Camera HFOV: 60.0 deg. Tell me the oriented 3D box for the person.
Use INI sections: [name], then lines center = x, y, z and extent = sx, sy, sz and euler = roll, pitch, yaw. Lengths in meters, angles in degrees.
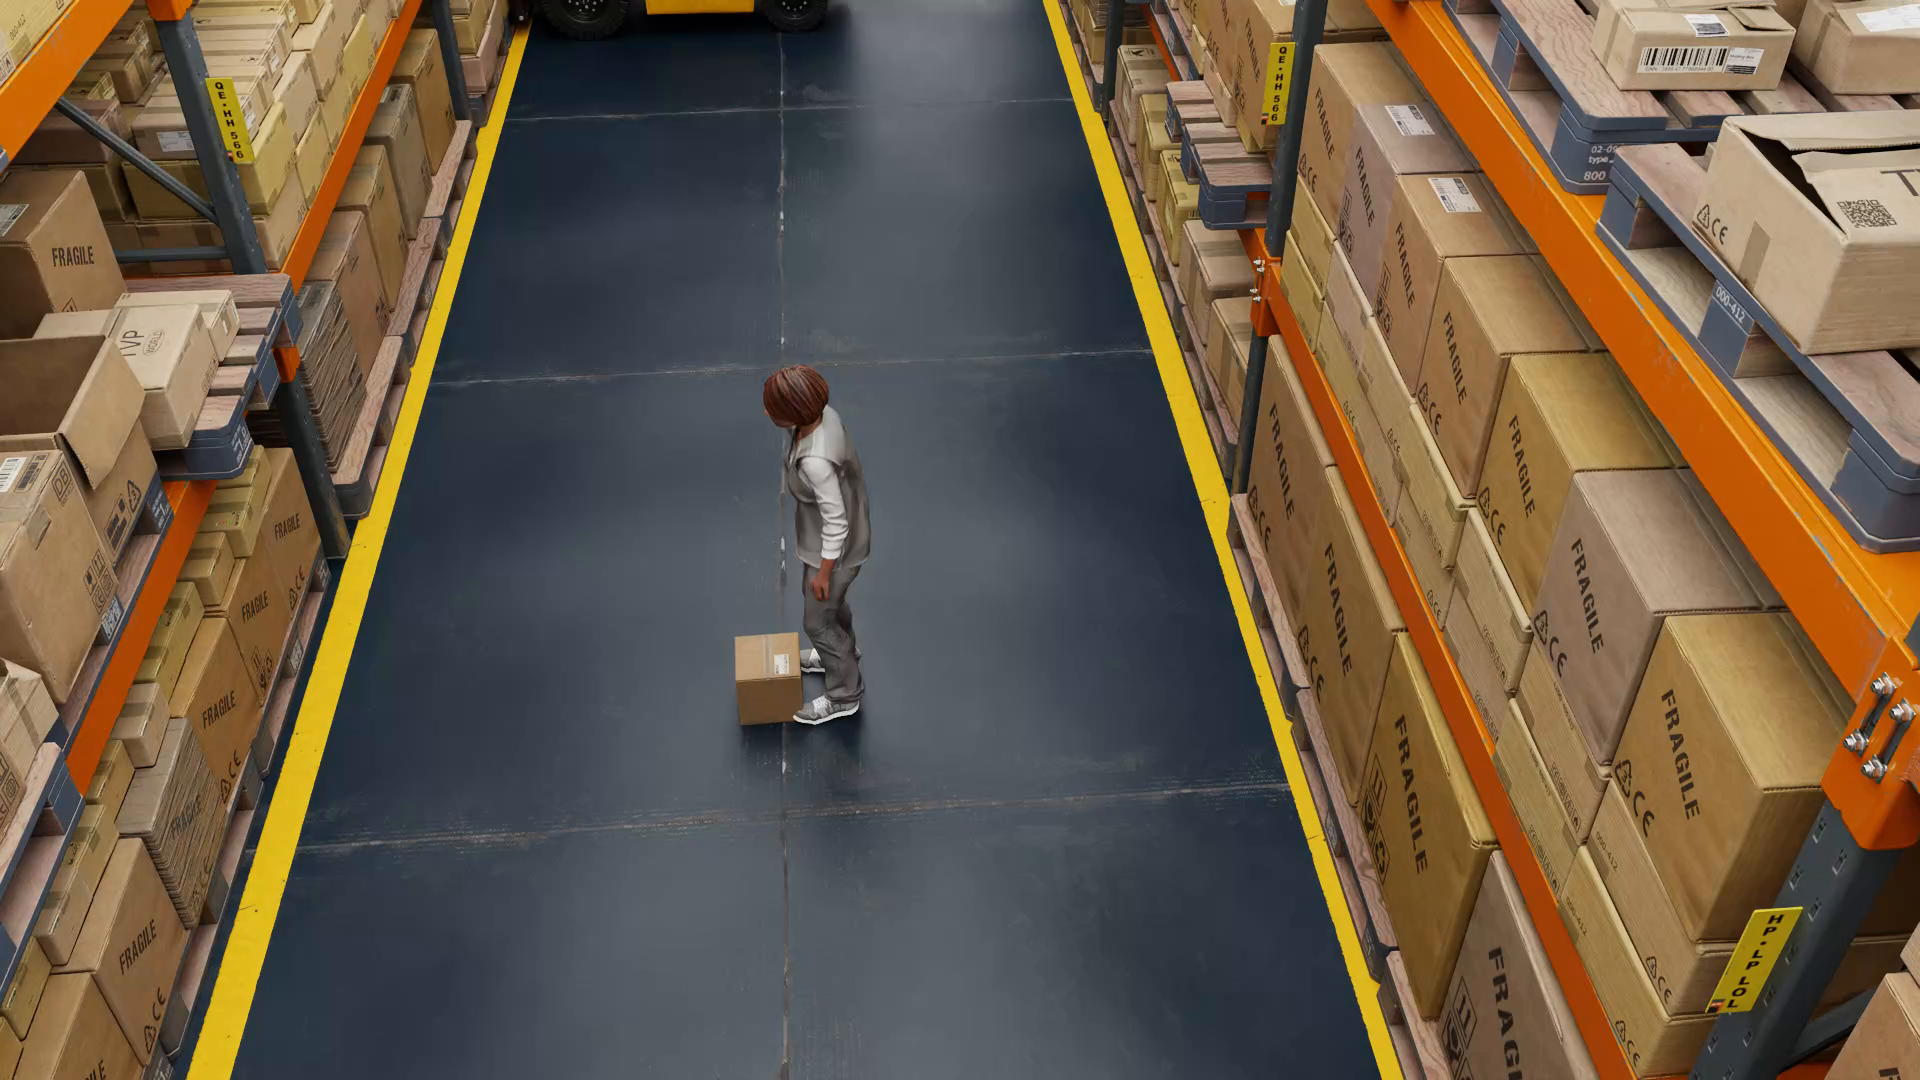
[person]
center = -0.507, 0.013, 6.148
extent = 0.343, 1.592, 0.484
euler = -5, 40, -7
